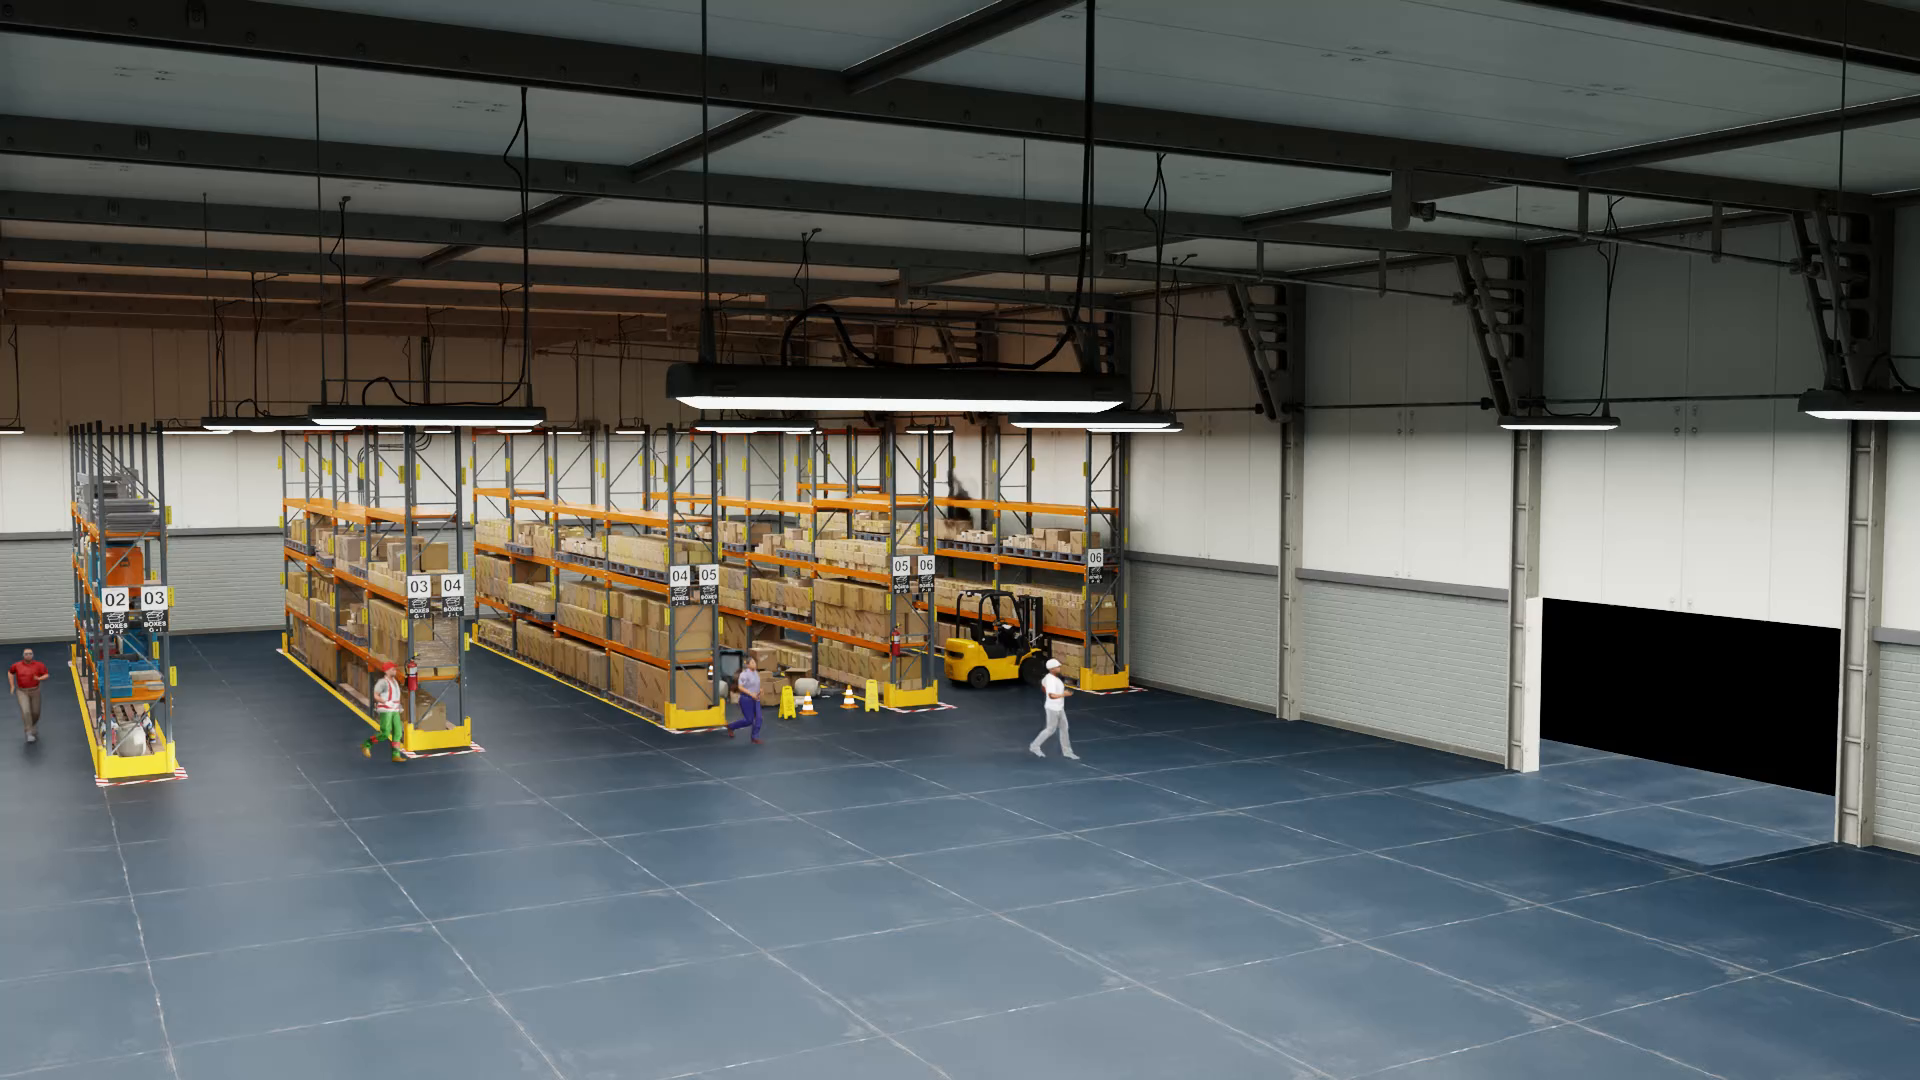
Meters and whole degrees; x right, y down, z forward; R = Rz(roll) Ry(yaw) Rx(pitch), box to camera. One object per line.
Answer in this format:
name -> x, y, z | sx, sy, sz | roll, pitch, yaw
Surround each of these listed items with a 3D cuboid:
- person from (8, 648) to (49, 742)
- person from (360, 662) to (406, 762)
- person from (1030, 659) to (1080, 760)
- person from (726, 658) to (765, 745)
person -> -17.579, 2.897, 31.416 | 0.663, 1.712, 0.931 | -2, 4, -34
person -> -10.113, 3.035, 29.402 | 0.866, 1.761, 0.707 | 1, 4, 14
person -> 1.677, 2.996, 29.384 | 0.891, 1.788, 0.688 | 1, 4, 13
person -> -3.973, 3.007, 31.112 | 0.727, 1.637, 0.612 | 1, 4, 23
